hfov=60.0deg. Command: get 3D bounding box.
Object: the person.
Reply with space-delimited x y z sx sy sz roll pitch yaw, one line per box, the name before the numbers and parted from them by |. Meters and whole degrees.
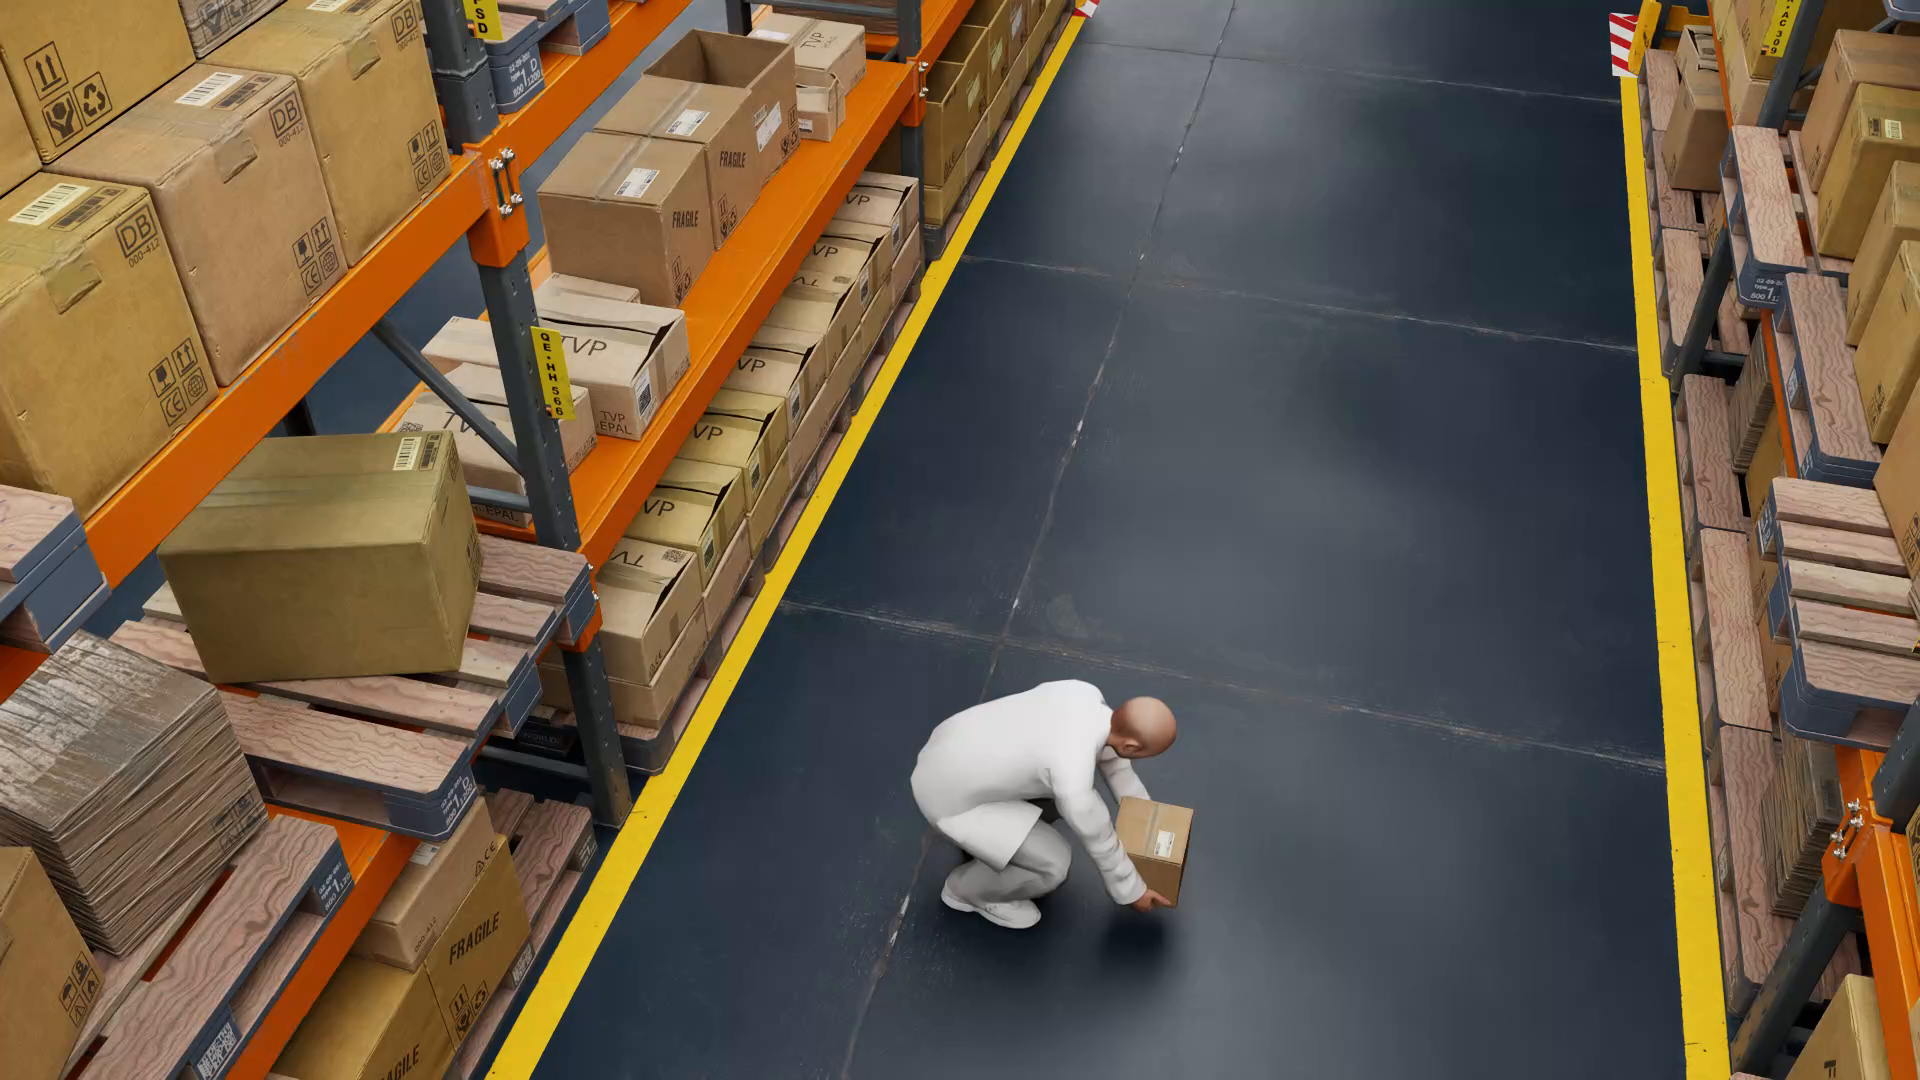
person | 0.303 0.892 5.725 0.947 1.001 0.580 9 41 10
